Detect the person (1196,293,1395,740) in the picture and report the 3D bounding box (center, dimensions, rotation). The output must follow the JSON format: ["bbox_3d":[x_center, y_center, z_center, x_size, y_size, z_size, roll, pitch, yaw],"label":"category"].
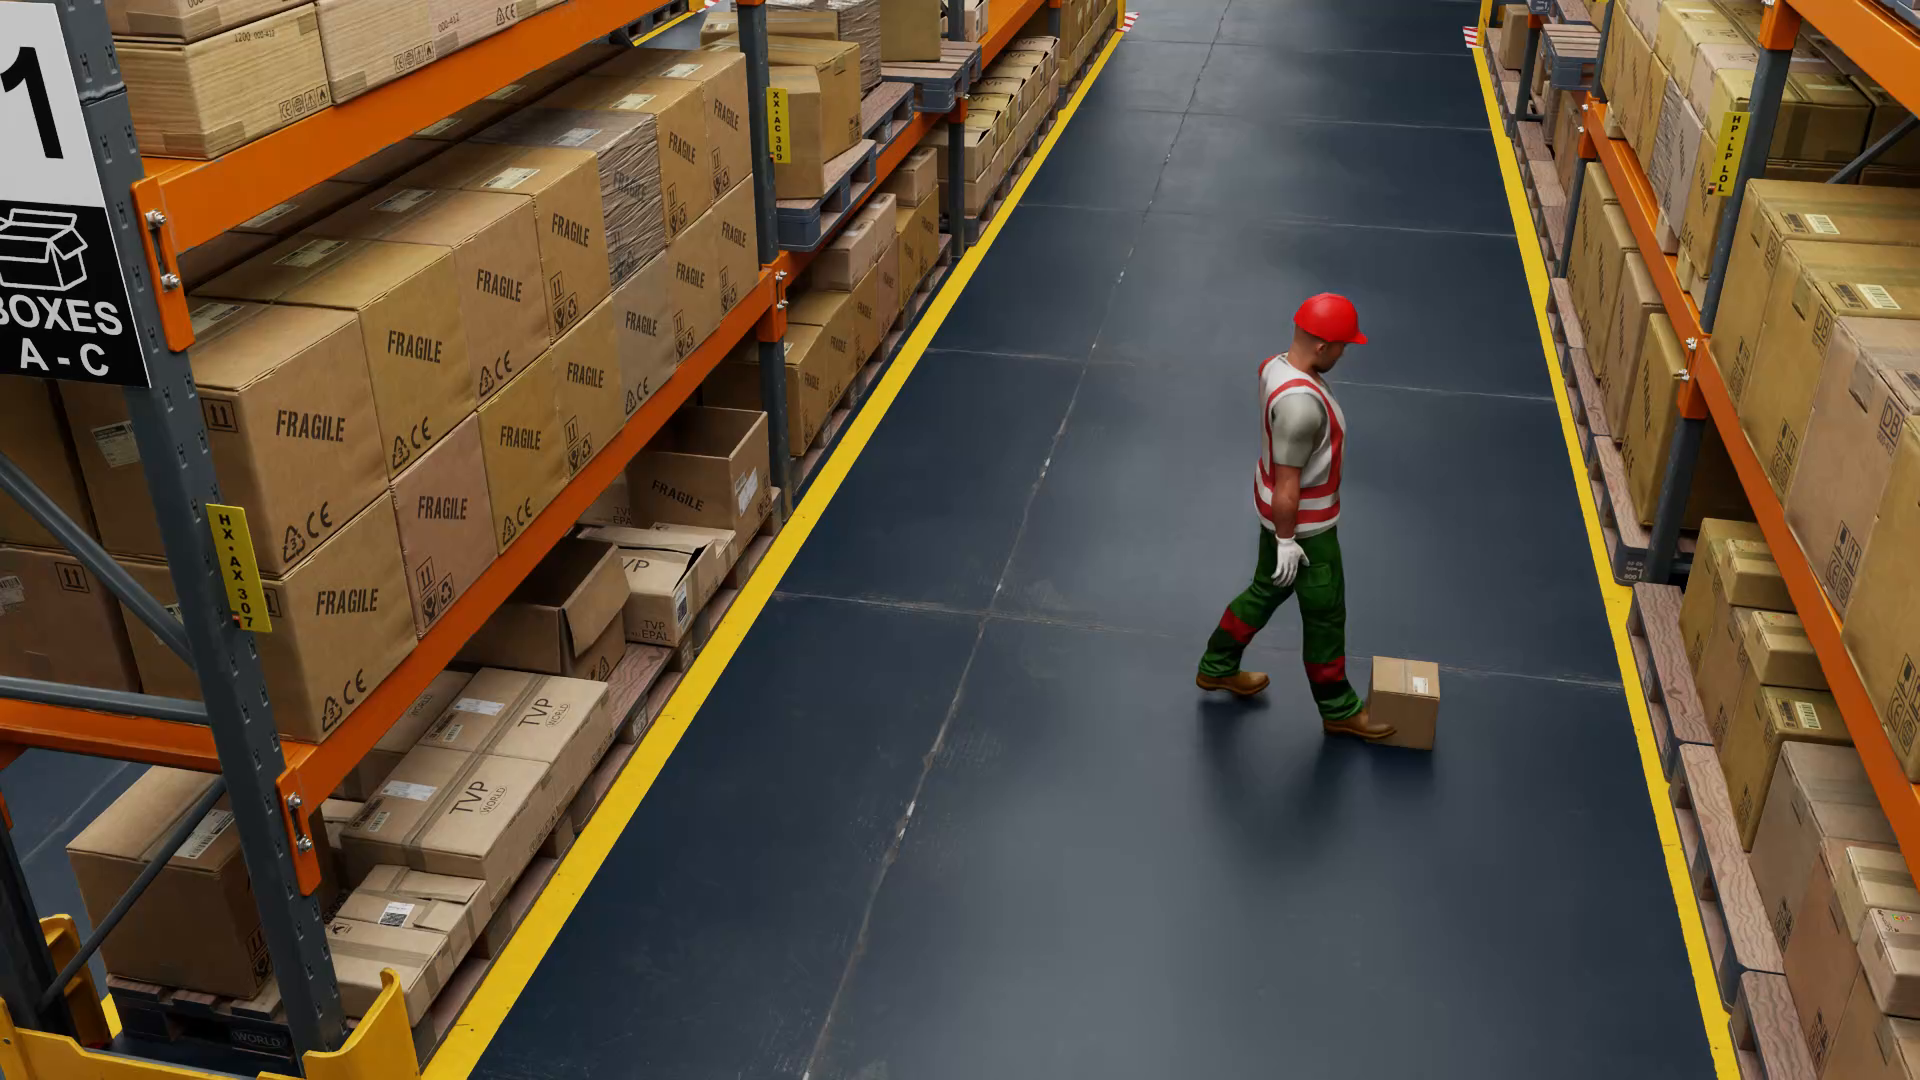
[{"bbox_3d":[1.341,-0.095,6.265,0.779,1.766,0.603,2,29,4],"label":"person"}]
